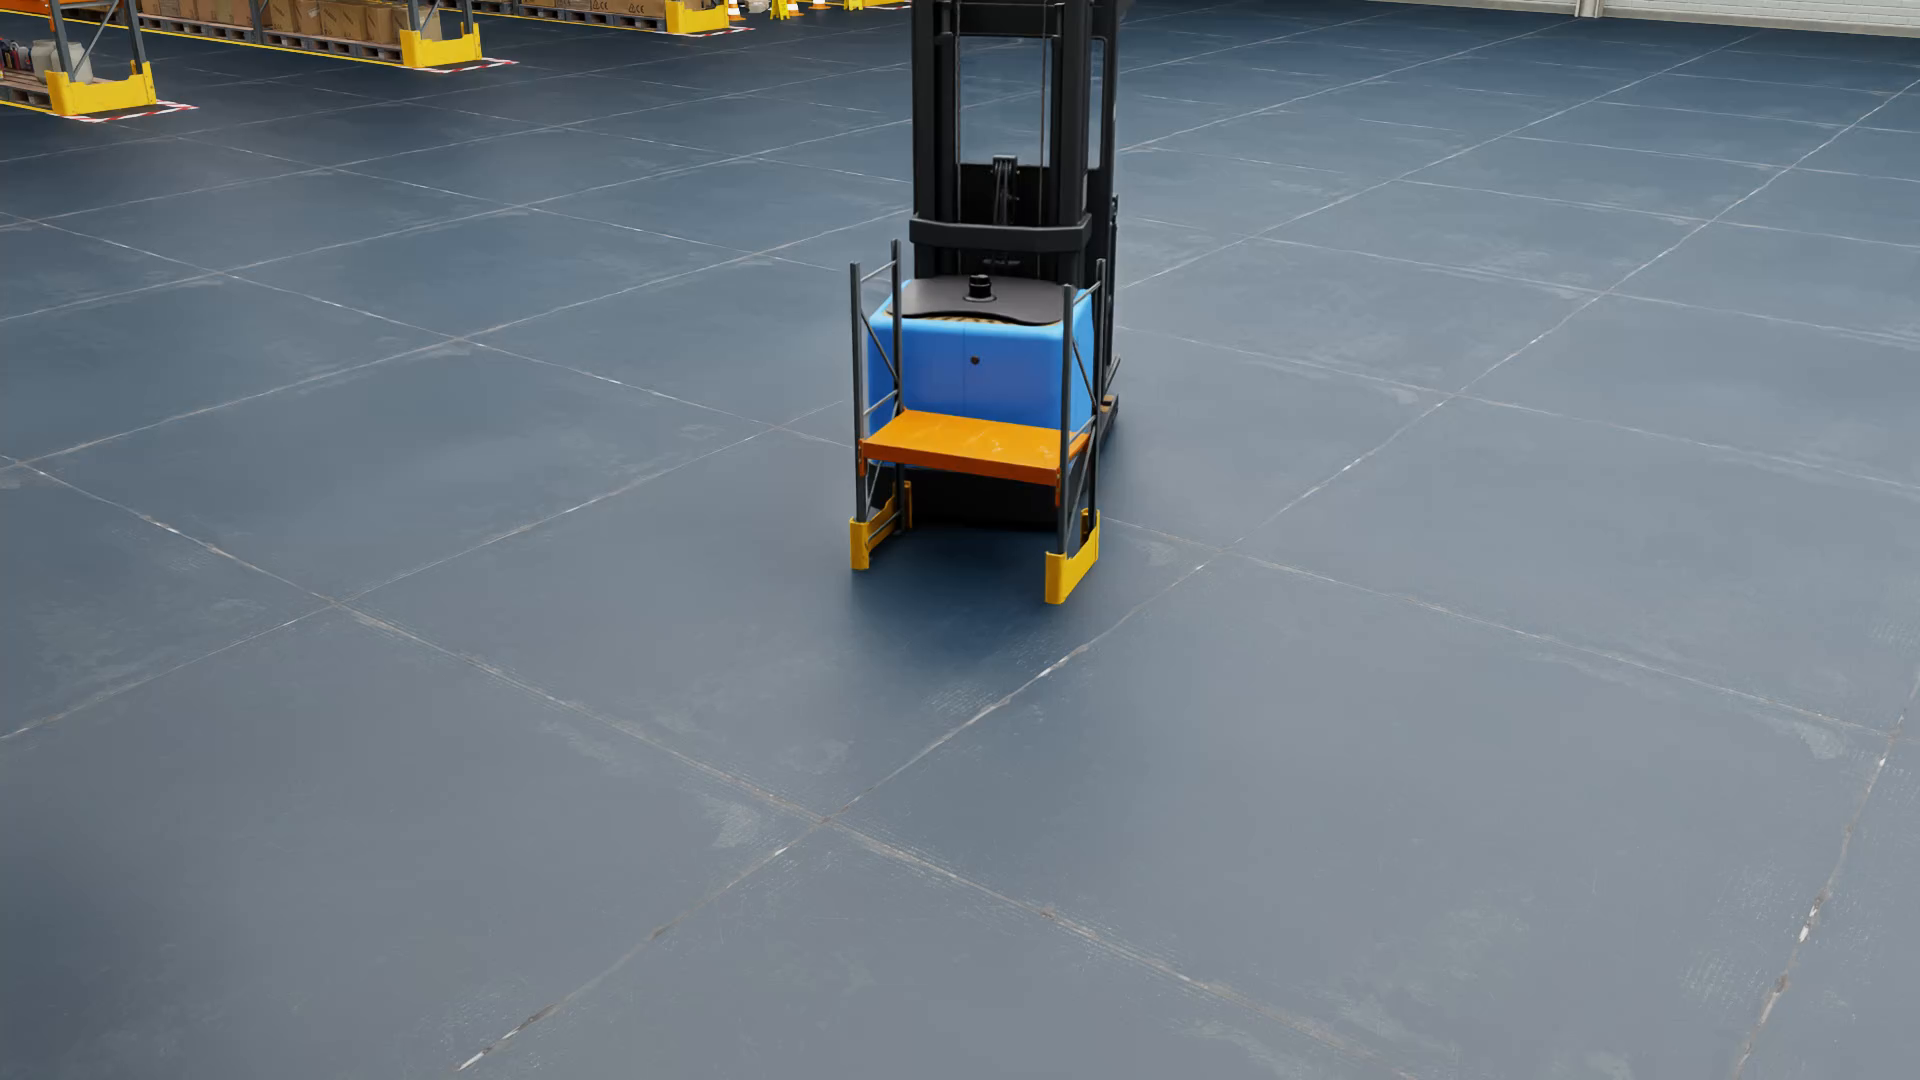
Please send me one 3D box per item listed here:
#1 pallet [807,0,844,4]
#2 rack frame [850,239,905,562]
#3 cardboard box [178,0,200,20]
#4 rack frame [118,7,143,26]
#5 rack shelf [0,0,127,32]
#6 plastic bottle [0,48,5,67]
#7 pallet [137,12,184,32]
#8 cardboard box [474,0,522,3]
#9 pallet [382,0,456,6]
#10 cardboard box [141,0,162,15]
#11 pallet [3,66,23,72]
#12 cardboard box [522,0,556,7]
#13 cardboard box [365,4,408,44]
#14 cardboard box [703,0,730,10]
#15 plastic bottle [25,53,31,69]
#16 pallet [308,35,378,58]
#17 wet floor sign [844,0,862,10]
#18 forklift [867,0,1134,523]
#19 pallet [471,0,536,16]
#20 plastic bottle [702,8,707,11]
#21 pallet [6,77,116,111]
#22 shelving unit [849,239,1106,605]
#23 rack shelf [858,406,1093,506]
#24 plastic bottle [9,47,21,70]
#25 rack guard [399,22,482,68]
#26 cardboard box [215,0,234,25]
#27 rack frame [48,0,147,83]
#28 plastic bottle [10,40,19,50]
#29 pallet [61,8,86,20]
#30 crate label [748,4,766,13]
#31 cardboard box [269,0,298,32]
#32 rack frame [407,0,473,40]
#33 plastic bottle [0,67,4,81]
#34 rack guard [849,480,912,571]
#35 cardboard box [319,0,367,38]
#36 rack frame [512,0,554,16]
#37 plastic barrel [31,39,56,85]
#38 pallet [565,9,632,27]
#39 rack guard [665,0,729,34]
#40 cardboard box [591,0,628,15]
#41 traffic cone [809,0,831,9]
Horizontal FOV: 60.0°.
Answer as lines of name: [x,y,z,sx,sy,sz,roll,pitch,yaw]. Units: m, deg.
pallet: [-2.154,-10.408,31.732,1.213,0.211,1.003,17,29,33]
rack frame: [-0.389,-0.649,7.987,0.032,1.500,0.500,9,25,20]
cardboard box: [-12.351,-8.832,27.252,0.500,0.500,0.700,20,31,38]
rack frame: [-13.809,-10.195,27.791,0.127,3.000,1.000,17,29,33]
rack shelf: [-11.978,-6.816,21.016,4.000,0.370,1.077,17,29,33]
plastic bottle: [-12.806,-6.421,22.059,0.135,0.276,0.152,17,29,33]
pallet: [-13.185,-8.729,27.923,1.213,0.211,1.003,17,29,33]
cardboard box: [-8.103,-10.087,29.816,0.750,0.750,1.050,17,29,33]
pallet: [-10.168,-10.279,31.442,1.213,0.211,1.003,17,29,33]
cardboard box: [-13.261,-9.096,27.853,0.500,0.500,0.700,15,28,31]
pallet: [-13.066,-6.177,22.132,1.213,0.211,1.003,17,29,33]
cardboard box: [-7.091,-9.848,29.119,0.875,0.875,0.875,17,29,34]
cardboard box: [-8.396,-7.598,24.477,0.500,0.500,0.500,-17,29,-34]
cardboard box: [-4.388,-9.923,30.270,0.637,0.503,0.797,-1,24,-3]
plastic bottle: [-12.240,-6.303,21.882,0.097,0.201,0.097,0,24,0]
pallet: [-9.069,-7.505,25.146,1.213,0.211,1.003,17,29,33]
wet floor sign: [-1.954,-9.989,30.244,0.267,0.644,0.232,-15,28,-30]
forklift: [0.338,-1.991,9.258,1.130,2.935,3.031,5,24,11]
pallet: [-8.215,-9.689,30.102,1.213,0.211,1.003,17,29,33]
plastic bottle: [-4.703,-9.535,29.939,0.283,0.061,0.133,7,25,15]
pallet: [-11.114,-5.587,20.792,1.213,0.211,1.003,17,29,33]
shelving unit: [0.074,-0.574,7.815,1.083,1.500,0.587,9,25,20]
rack shelf: [0.082,-0.408,7.885,1.000,0.185,0.538,9,25,20]
plastic bottle: [-12.414,-6.325,21.832,0.133,0.283,0.061,17,29,33]
rack guard: [-7.468,-7.135,23.946,0.348,0.500,1.175,17,29,33]
cardboard box: [-11.457,-8.562,26.639,0.500,0.500,0.700,17,29,33]
rack frame: [-10.378,-6.662,19.773,0.127,3.000,1.000,17,29,33]
plastic bottle: [-12.478,-6.431,21.989,0.185,0.351,0.144,17,29,33]
pallet: [-15.367,-9.429,29.511,1.213,0.211,1.003,17,29,33]
crate label: [-3.642,-9.565,29.912,0.298,0.136,0.250,3,24,6]
cardboard box: [-10.312,-8.166,25.766,0.500,0.500,0.500,16,28,32]
rack frame: [-7.407,-8.260,23.400,0.127,3.000,1.000,17,29,33]
plastic bottle: [-12.110,-5.885,20.936,0.097,0.201,0.097,0,24,0]
rack guard: [-0.388,-0.077,8.239,0.087,0.250,0.587,9,25,20]
cardboard box: [-9.305,-7.905,25.174,0.500,0.500,0.500,14,27,29]
rack frame: [-7.553,-10.803,29.172,0.127,3.000,1.000,17,29,33]
plastic barrel: [-11.351,-5.971,20.770,0.421,0.512,0.421,0,24,0]
pallet: [-6.011,-9.023,28.590,1.213,0.211,1.003,17,29,33]
rack guard: [-4.333,-8.686,27.467,0.348,0.500,1.175,17,29,33]
cardboard box: [-5.639,-9.411,28.125,0.875,0.875,0.875,16,29,32]
traffic cone: [-2.582,-9.984,30.460,0.334,0.463,0.336,17,29,33]
